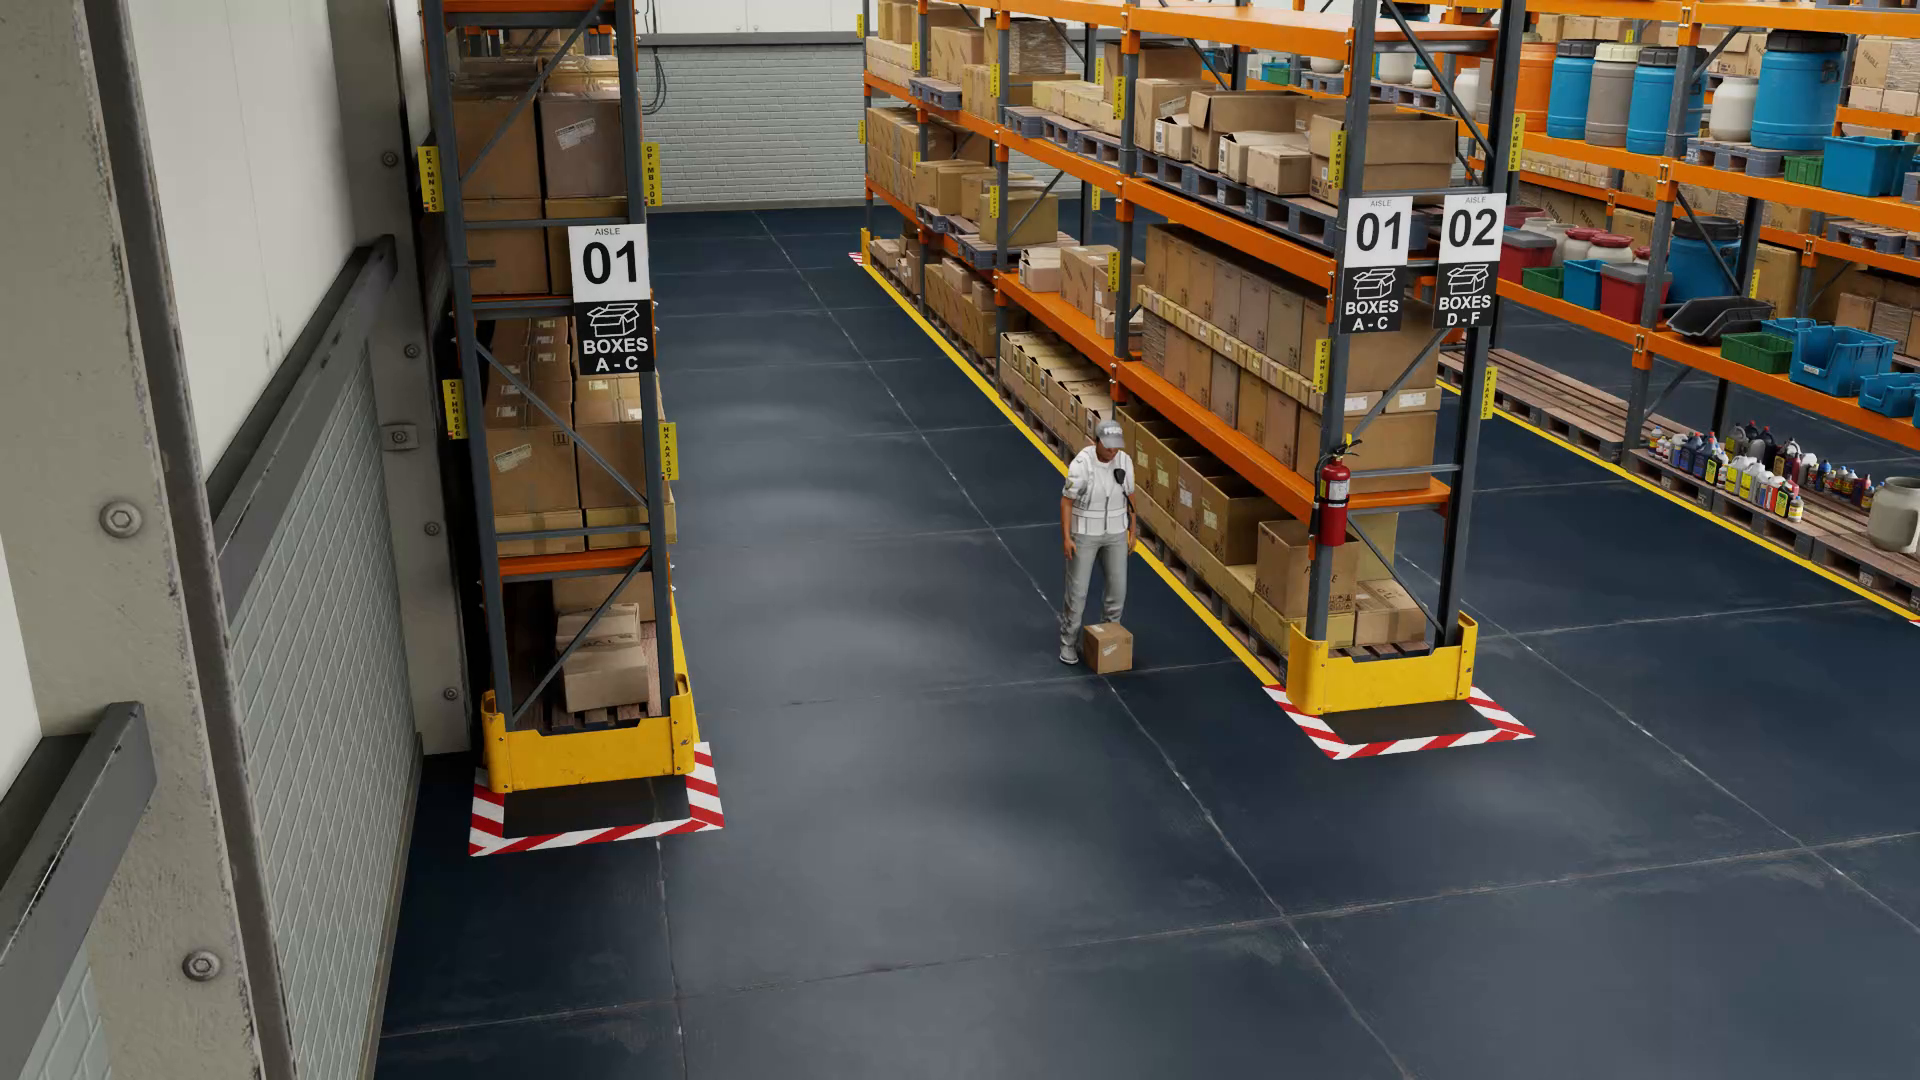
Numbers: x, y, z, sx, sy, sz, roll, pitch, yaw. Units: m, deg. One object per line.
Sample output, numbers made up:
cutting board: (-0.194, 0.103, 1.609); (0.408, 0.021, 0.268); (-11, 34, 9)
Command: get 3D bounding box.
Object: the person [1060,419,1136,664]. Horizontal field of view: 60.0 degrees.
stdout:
person: (0.923, -0.013, 11.098); (0.548, 1.666, 0.473); (-5, 20, -14)
